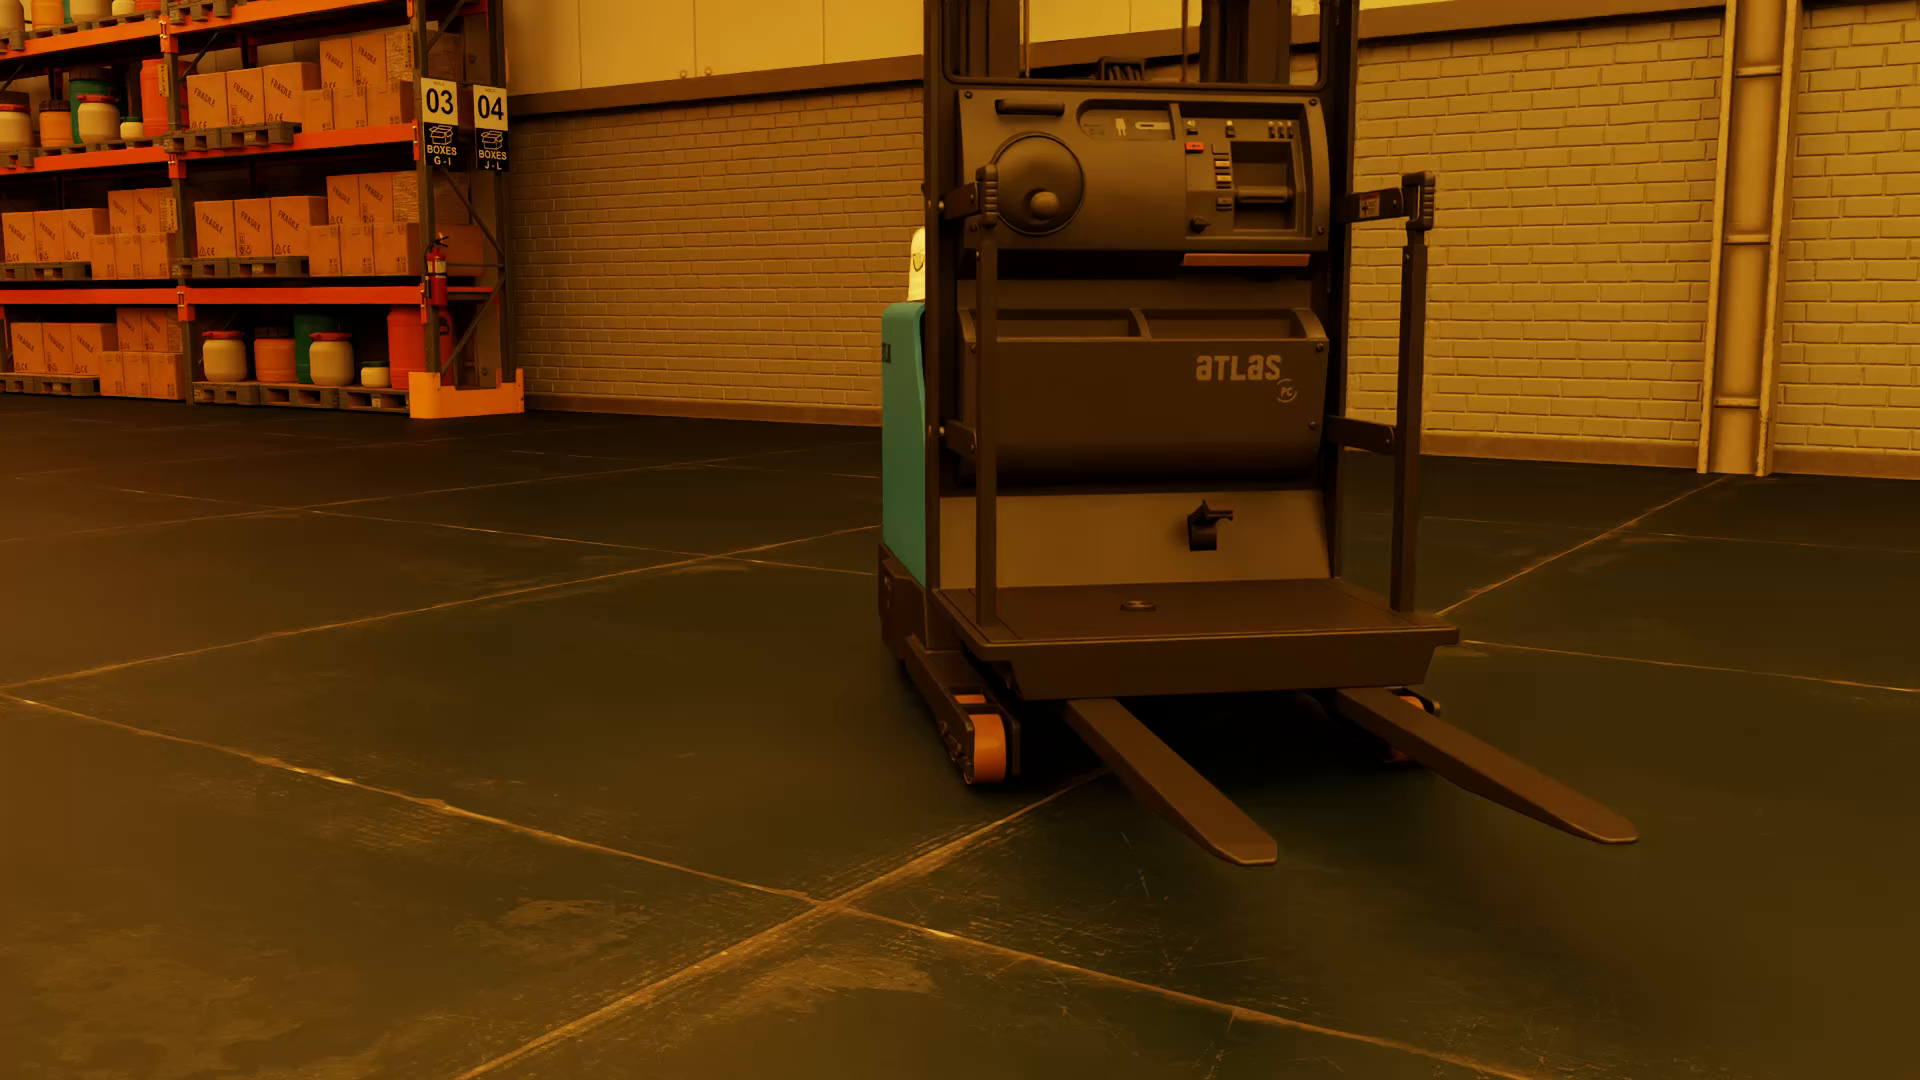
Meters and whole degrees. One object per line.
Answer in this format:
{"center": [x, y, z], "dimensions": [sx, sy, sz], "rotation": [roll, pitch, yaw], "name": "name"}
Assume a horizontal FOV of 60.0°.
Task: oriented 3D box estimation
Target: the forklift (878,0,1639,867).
{"center": [0.498, -0.954, 3.901], "dimensions": [1.130, 2.935, 3.031], "rotation": [-1, 8, -10], "name": "forklift"}

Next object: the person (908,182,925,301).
{"center": [0.052, -0.840, 7.440], "dimensions": [0.531, 1.694, 0.586], "rotation": [5, 10, 34], "name": "person"}
